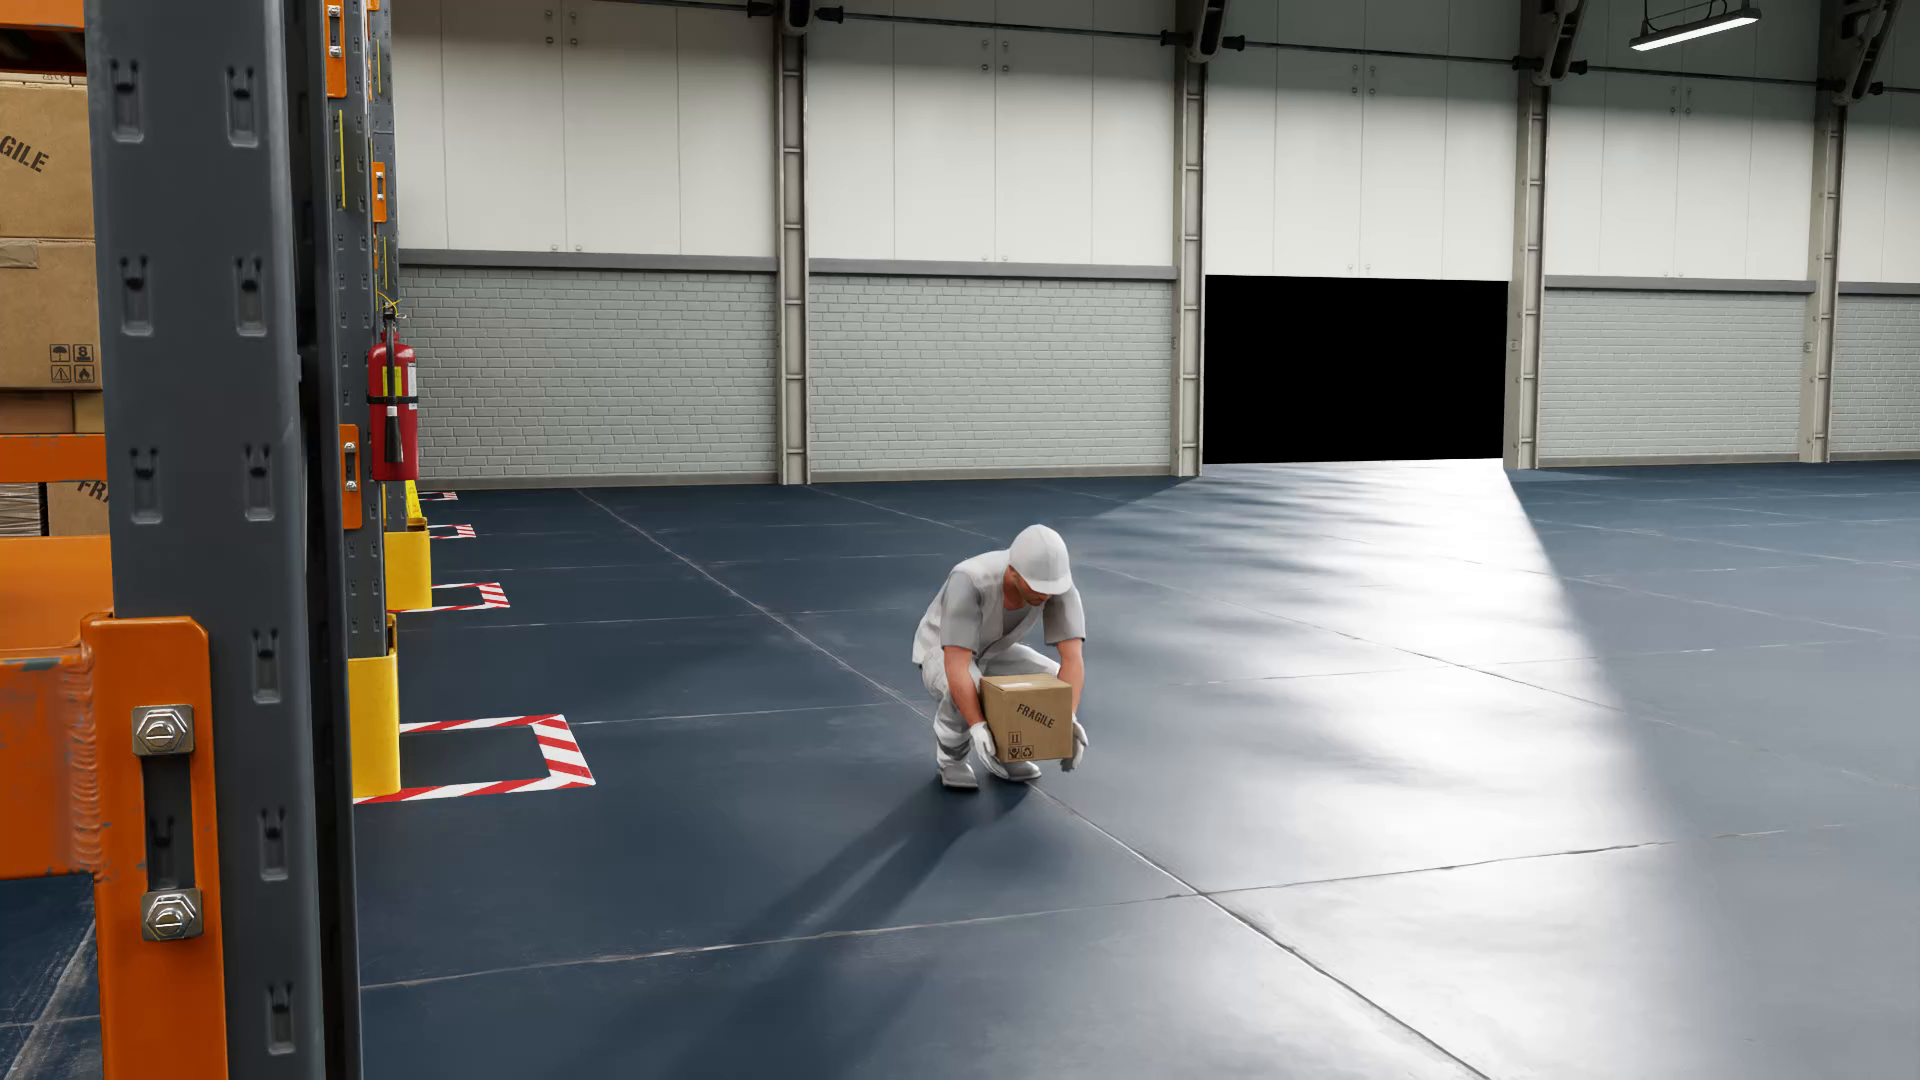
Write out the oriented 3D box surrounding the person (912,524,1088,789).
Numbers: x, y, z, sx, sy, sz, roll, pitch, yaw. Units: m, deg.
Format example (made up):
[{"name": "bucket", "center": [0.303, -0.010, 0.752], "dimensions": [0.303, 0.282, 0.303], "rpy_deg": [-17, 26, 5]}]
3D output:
[{"name": "person", "center": [0.148, 0.414, 6.046], "dimensions": [0.566, 0.991, 0.876], "rpy_deg": [-2, 6, -19]}]
